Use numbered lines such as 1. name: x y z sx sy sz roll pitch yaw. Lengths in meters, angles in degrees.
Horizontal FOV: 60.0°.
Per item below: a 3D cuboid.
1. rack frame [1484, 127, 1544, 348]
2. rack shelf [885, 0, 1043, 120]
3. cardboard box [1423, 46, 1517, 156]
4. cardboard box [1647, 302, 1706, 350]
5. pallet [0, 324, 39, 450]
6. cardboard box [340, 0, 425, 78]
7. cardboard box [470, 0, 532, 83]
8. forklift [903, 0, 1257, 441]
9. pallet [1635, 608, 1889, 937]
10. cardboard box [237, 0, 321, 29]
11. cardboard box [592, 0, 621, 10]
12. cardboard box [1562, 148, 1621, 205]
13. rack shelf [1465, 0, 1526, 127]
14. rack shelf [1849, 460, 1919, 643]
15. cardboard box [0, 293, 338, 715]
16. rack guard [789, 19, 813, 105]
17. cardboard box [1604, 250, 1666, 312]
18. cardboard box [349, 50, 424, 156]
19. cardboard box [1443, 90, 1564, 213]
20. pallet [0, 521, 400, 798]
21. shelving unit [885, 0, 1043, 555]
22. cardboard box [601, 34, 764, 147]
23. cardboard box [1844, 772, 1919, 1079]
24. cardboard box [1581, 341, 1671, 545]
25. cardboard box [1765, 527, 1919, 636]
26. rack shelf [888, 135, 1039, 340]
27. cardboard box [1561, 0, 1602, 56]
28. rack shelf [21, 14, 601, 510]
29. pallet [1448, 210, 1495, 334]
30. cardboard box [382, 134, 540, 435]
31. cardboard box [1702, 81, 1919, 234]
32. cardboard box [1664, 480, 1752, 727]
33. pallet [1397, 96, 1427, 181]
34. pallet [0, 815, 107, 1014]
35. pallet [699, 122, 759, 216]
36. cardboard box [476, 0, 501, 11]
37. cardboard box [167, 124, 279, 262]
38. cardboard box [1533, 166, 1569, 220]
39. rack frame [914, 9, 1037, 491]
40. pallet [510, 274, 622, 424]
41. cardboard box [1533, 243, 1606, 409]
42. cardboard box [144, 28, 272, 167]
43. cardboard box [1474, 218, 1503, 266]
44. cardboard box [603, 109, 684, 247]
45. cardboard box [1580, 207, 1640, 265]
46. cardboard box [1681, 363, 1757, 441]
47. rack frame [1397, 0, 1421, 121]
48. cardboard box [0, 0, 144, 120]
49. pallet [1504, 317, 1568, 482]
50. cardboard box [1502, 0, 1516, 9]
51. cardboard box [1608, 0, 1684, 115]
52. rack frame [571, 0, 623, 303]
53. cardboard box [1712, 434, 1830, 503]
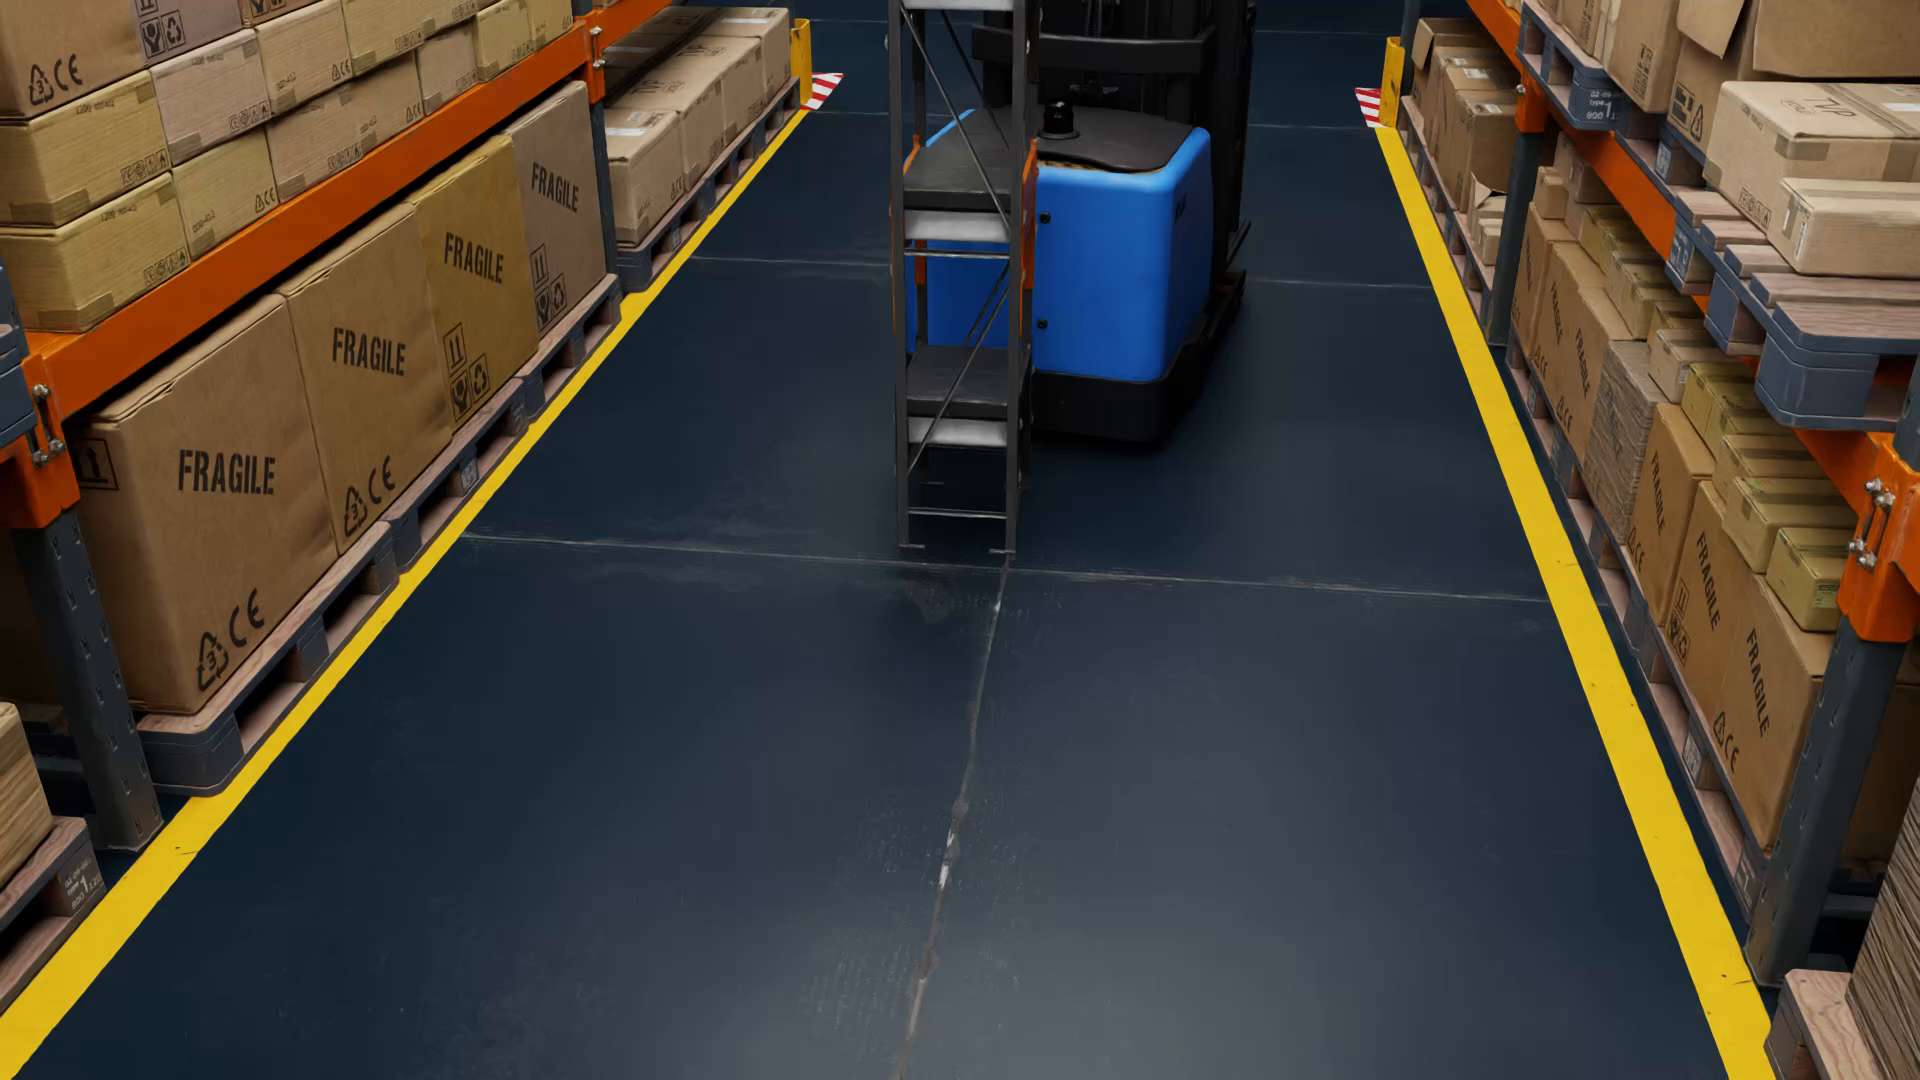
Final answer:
1. rack frame: 2.830 -2.169 6.613 1.000 3.000 0.127 3 28 6
2. rack shelf: 0.020 -1.607 5.071 0.431 0.518 0.480 3 28 6
3. cardboard box: 3.008 -2.453 9.334 0.700 0.500 0.500 4 29 8
4. cardboard box: 2.420 -0.638 5.281 0.380 0.149 0.250 3 29 6
5. pallet: -2.569 -0.146 3.061 1.213 0.211 1.003 3 28 6
6. cardboard box: -2.067 -1.666 5.310 0.500 0.250 0.500 4 29 7
7. cardboard box: -1.965 -1.924 6.316 0.500 0.250 0.500 3 28 5
8. forklift: 0.705 -2.346 7.014 1.130 2.935 3.031 9 29 15
9. pallet: 2.469 0.593 4.427 1.003 0.211 1.213 3 28 6
10. cardboard box: -2.154 -1.751 4.678 0.500 0.500 0.500 4 29 8
11. cardboard box: -1.780 -2.705 7.503 0.500 0.500 0.500 4 29 8
12. cardboard box: 2.538 -1.391 6.365 0.380 0.149 0.250 2 28 4
13. rack shelf: 3.075 -2.793 8.531 1.077 0.370 4.000 3 28 6
14. rack shelf: 2.095 0.972 1.541 1.077 0.370 4.000 3 28 6
15. cardboard box: -2.420 -0.142 4.649 0.875 0.875 0.875 3 28 6
16. rack guard: -1.604 -3.249 11.254 1.175 0.500 0.348 3 28 6
17. cardboard box: 2.457 -0.884 5.736 0.380 0.149 0.250 3 28 6
18. cardboard box: -2.105 -1.444 5.426 0.500 0.250 0.500 3 28 6
19. cardboard box: 2.880 -1.965 8.427 0.700 0.500 0.500 2 28 4
20. pallet: -2.416 0.289 4.992 1.003 0.211 1.213 3 28 6
21. shelving unit: 0.020 -1.002 5.397 0.431 2.100 0.503 3 28 6
22. cardboard box: -1.692 -2.647 9.760 0.875 0.438 0.875 4 29 8
23. cardboard box: 2.250 0.868 3.038 0.875 0.625 0.625 4 29 8
24. cardboard box: 2.357 -0.309 5.353 0.500 0.500 0.500 2 28 4
25. cardboard box: 2.149 0.097 3.916 0.380 0.149 0.250 2 28 4
26. rack shelf: 0.020 -0.990 5.403 0.431 0.518 0.480 3 28 6
27. cardboard box: 2.485 -1.939 5.638 0.700 0.500 0.500 4 29 7
28. rack shelf: -2.342 -1.197 5.568 1.077 0.370 4.000 3 28 6
29. pallet: 2.915 -1.264 7.874 1.003 0.211 1.213 3 28 6
30. cardboard box: -2.196 -0.983 6.209 0.875 0.875 0.875 4 29 8
31. cardboard box: 2.148 -0.920 4.010 0.500 0.250 0.500 2 28 4
32. cardboard box: 2.250 0.183 4.440 0.500 0.500 0.500 3 28 5
33. pallet: 3.214 -2.413 10.006 1.003 0.211 1.213 3 28 6
34. pallet: -2.684 1.023 3.629 1.003 0.211 1.213 3 28 6
35. pallet: -1.779 -2.157 9.531 1.003 0.211 1.213 3 28 6
36. cardboard box: -1.963 -2.152 6.213 0.500 0.250 0.500 4 29 7
37. cardboard box: -2.232 -0.965 4.536 0.500 0.250 0.500 3 28 5
38. cardboard box: 2.522 -1.385 6.667 0.380 0.149 0.250 5 29 9
39. rack frame: 0.050 -1.117 5.610 0.400 2.100 0.015 3 28 6
40. pallet: -2.117 -0.860 7.124 1.003 0.211 1.213 3 28 6
41. cardboard box: 2.492 -0.787 6.241 0.500 0.500 0.500 3 28 6
42. cardboard box: -2.215 -1.194 4.434 0.500 0.250 0.500 4 29 7
43. cardboard box: 2.607 -1.378 7.708 0.380 0.149 0.250 3 28 5
44. cardboard box: -1.913 -1.801 8.190 0.875 0.438 0.875 3 28 5
45. cardboard box: 2.545 -1.129 6.191 0.380 0.149 0.250 2 28 4
46. cardboard box: 2.335 -0.394 4.827 0.380 0.149 0.250 3 28 5
47. rack frame: 3.320 -4.051 10.108 1.000 3.000 0.127 3 28 6
48. cardboard box: -2.284 -1.275 3.794 0.500 0.500 0.500 2 28 5
49. pallet: 2.768 -0.556 6.559 1.003 0.211 1.213 3 28 6
50. cardboard box: 2.636 -2.470 7.438 0.380 0.149 0.250 4 29 8
51. cardboard box: 2.389 -1.570 4.953 0.700 0.500 0.500 3 28 6
52. rack frame: -2.097 -2.455 7.145 1.000 3.000 0.127 3 28 6
53. cardboard box: 2.228 -0.155 4.383 0.380 0.149 0.250 2 28 5
